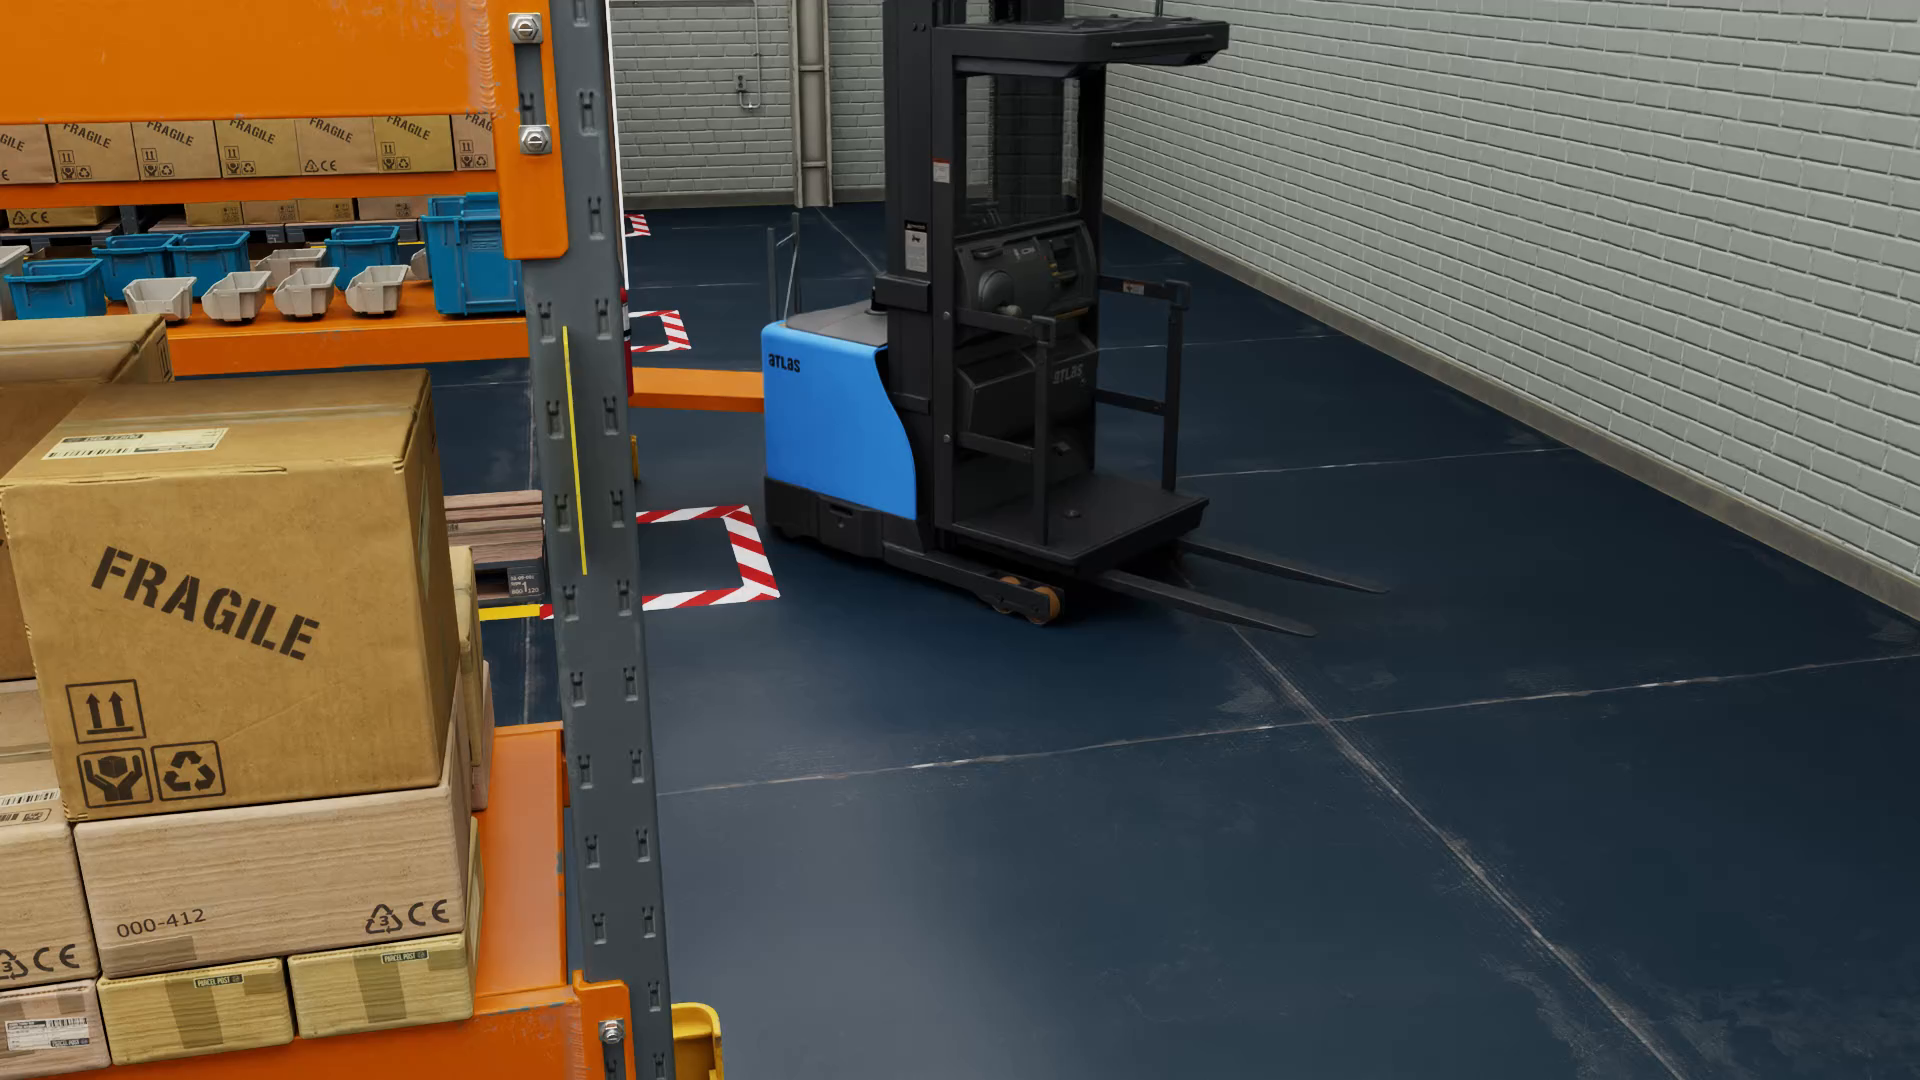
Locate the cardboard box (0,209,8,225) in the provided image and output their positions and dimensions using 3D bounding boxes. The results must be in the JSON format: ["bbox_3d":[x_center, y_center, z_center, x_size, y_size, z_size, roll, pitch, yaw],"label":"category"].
[{"bbox_3d":[-9.412,-3.327,15.549,0.750,0.750,0.750,-4,20,-11],"label":"cardboard box"}]

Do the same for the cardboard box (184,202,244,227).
[{"bbox_3d":[-7.194,-3.353,16.132,0.500,0.500,0.700,-4,21,-12],"label":"cardboard box"}]

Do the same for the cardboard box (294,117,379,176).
[{"bbox_3d":[-4.273,-2.804,11.464,0.500,0.500,0.500,-4,21,-12],"label":"cardboard box"}]

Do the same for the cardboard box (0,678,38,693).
[{"bbox_3d":[-1.667,0.274,2.991,0.500,0.250,0.500,-5,21,-13],"label":"cardboard box"}]

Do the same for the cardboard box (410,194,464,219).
[{"bbox_3d":[-5.198,-3.517,16.577,0.500,0.500,0.700,-5,21,-13],"label":"cardboard box"}]

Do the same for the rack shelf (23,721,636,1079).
[{"bbox_3d":[-2.579,0.849,2.683,4.000,0.370,1.077,-5,21,-12],"label":"rack shelf"}]

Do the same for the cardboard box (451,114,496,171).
[{"bbox_3d":[-3.282,-2.884,11.682,0.500,0.500,0.500,-4,20,-11],"label":"cardboard box"}]

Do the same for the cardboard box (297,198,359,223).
[{"bbox_3d":[-6.204,-3.432,16.346,0.500,0.500,0.700,-4,21,-11],"label":"cardboard box"}]

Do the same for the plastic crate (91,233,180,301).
[{"bbox_3d":[-3.662,-1.218,7.434,0.300,0.233,0.416,-5,21,-12],"label":"plastic crate"}]

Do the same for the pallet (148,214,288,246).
[{"bbox_3d":[-7.187,-3.030,16.278,1.213,0.211,1.003,-5,21,-12],"label":"pallet"}]

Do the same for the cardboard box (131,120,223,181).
[{"bbox_3d":[-5.258,-2.724,11.244,0.500,0.500,0.500,-5,21,-13],"label":"cardboard box"}]

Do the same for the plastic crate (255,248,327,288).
[{"bbox_3d":[-3.080,-1.249,7.660,0.298,0.136,0.250,-5,21,-12],"label":"plastic crate"}]

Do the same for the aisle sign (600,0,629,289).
[{"bbox_3d":[-0.494,-0.773,2.286,0.004,0.787,0.394,-5,21,-12],"label":"aisle sign"}]

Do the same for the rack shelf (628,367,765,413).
[{"bbox_3d":[-1.384,-0.751,8.708,1.000,0.185,0.538,3,20,9],"label":"rack shelf"}]

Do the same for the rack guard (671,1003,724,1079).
[{"bbox_3d":[-0.610,1.524,3.427,0.348,0.500,1.175,-5,21,-12],"label":"rack guard"}]

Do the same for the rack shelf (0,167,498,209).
[{"bbox_3d":[-4.855,-2.468,11.736,4.000,0.370,1.077,-5,21,-12],"label":"rack shelf"}]

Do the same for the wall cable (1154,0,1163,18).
[{"bbox_3d":[1.534,-6.309,16.968,0.112,2.526,3.097,-5,21,-12],"label":"wall cable"}]

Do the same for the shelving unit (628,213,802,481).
[{"bbox_3d":[-1.375,-0.920,8.645,1.083,1.500,0.587,3,20,9],"label":"shelving unit"}]

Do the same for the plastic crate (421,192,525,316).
[{"bbox_3d":[-2.056,-1.261,7.258,0.499,0.435,0.616,-5,21,-12],"label":"plastic crate"}]

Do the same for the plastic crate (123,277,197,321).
[{"bbox_3d":[-3.359,-1.007,6.998,0.250,0.136,0.298,-5,21,-12],"label":"plastic crate"}]

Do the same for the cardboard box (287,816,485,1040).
[{"bbox_3d":[-0.904,0.609,2.657,0.250,0.149,0.380,-4,21,-11],"label":"cardboard box"}]

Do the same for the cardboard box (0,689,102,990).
[{"bbox_3d":[-1.537,0.450,2.510,0.500,0.250,0.500,-5,21,-13],"label":"cardboard box"}]

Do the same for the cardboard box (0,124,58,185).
[{"bbox_3d":[-6.243,-2.643,11.024,0.500,0.500,0.500,-4,21,-11],"label":"cardboard box"}]

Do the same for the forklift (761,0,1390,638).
[{"bbox_3d":[0.469,-1.207,7.349,3.031,2.935,1.130,16,26,38],"label":"forklift"}]

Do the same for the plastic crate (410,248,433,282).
[{"bbox_3d":[-2.420,-1.303,7.806,0.298,0.136,0.250,-5,21,-12],"label":"plastic crate"}]

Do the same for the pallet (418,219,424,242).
[{"bbox_3d":[-4.813,-3.223,16.806,1.213,0.211,1.003,-5,21,-12],"label":"pallet"}]

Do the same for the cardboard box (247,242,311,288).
[{"bbox_3d":[-4.974,-1.832,11.945,0.637,0.503,0.797,-5,21,-12],"label":"cardboard box"}]

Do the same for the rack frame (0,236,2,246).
[{"bbox_3d":[-6.802,-2.647,11.180,0.127,3.000,1.000,-5,21,-12],"label":"rack frame"}]

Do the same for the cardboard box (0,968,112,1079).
[{"bbox_3d":[-1.402,0.650,2.546,0.250,0.149,0.380,-5,21,-12],"label":"cardboard box"}]

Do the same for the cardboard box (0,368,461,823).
[{"bbox_3d":[-1.047,0.058,2.492,0.500,0.500,0.500,-4,21,-12],"label":"cardboard box"}]

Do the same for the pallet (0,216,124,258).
[{"bbox_3d":[-8.679,-2.909,15.950,1.213,0.211,1.003,-5,21,-12],"label":"pallet"}]

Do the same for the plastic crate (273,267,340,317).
[{"bbox_3d":[-2.810,-1.067,7.161,0.243,0.136,0.396,-5,21,-12],"label":"plastic crate"}]
